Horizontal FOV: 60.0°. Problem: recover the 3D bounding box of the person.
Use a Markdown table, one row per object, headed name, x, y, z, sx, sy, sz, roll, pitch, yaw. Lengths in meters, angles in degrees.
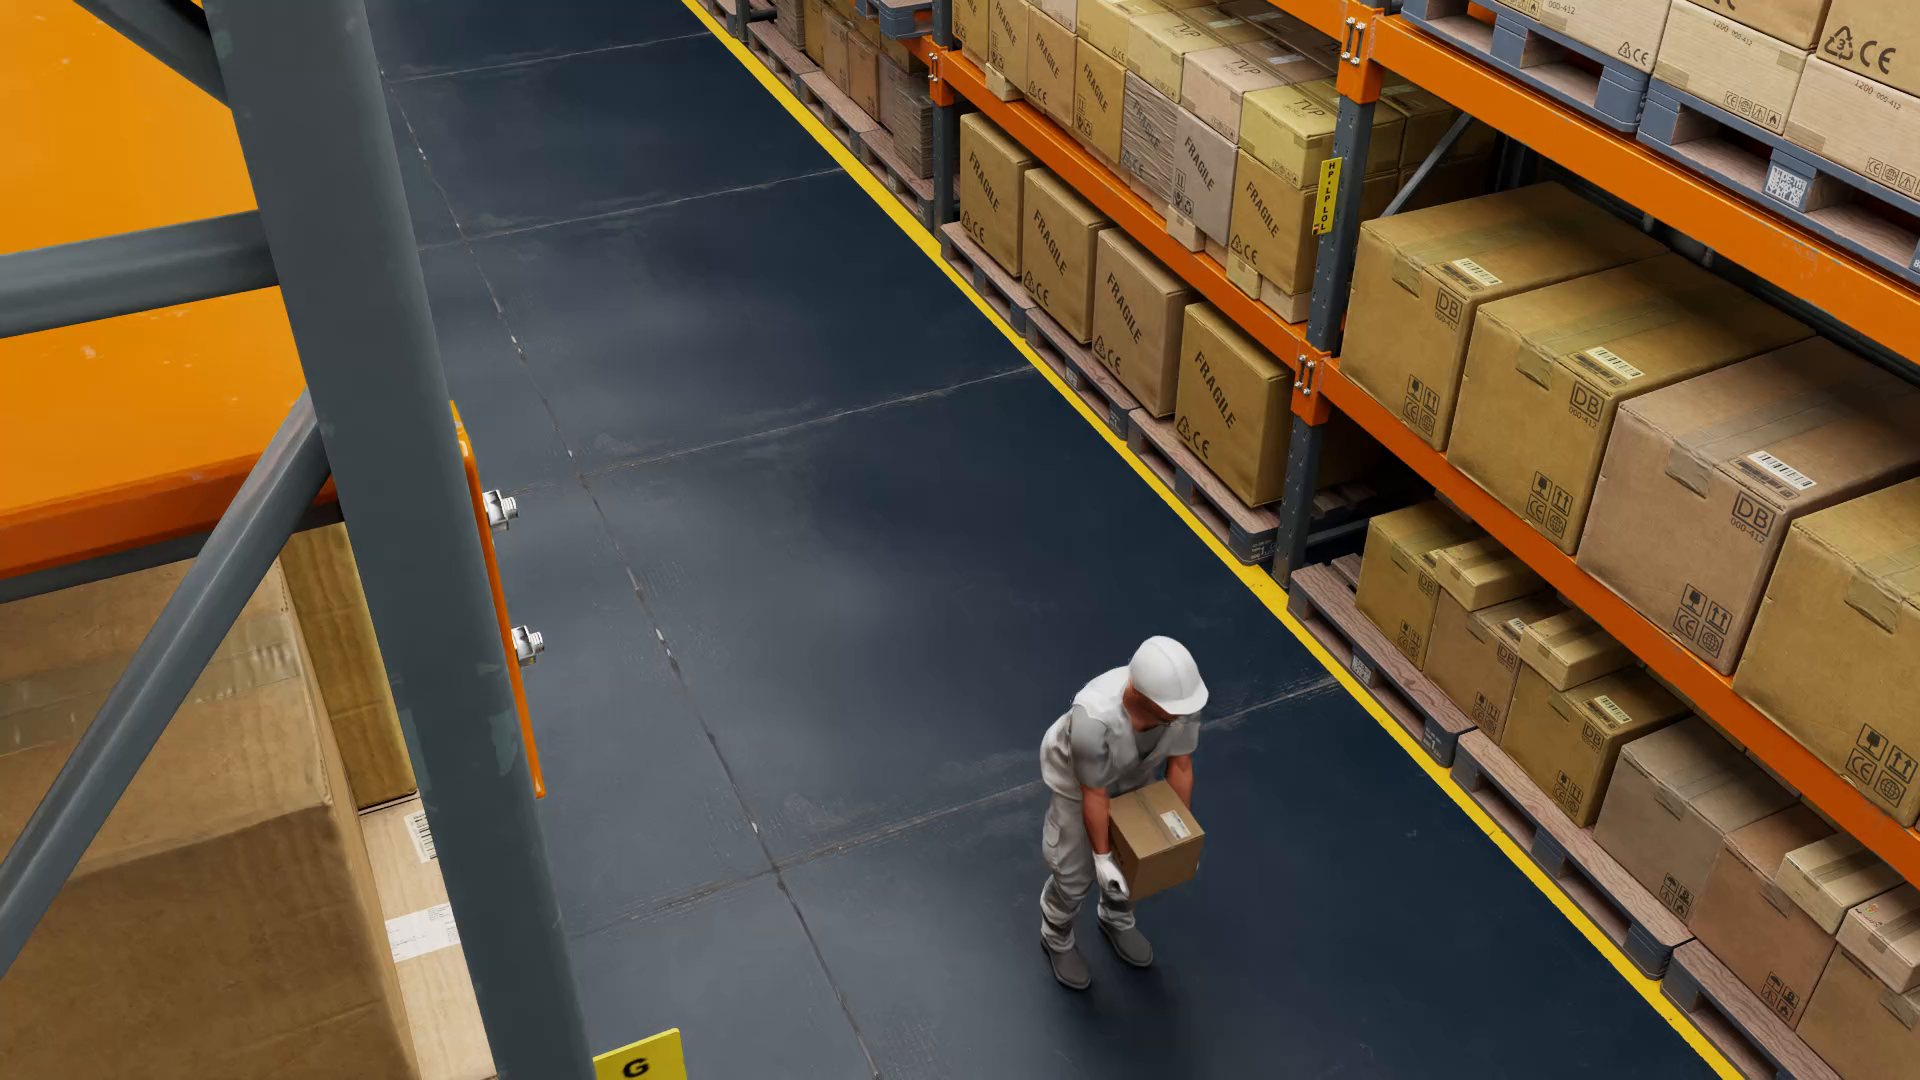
| name | x | y | z | sx | sy | sz | roll | pitch | yaw |
| --- | --- | --- | --- | --- | --- | --- | --- | --- | --- |
| person | 0.556 | 0.916 | 5.688 | 0.488 | 1.702 | 0.638 | -16 | 40 | -21 |
